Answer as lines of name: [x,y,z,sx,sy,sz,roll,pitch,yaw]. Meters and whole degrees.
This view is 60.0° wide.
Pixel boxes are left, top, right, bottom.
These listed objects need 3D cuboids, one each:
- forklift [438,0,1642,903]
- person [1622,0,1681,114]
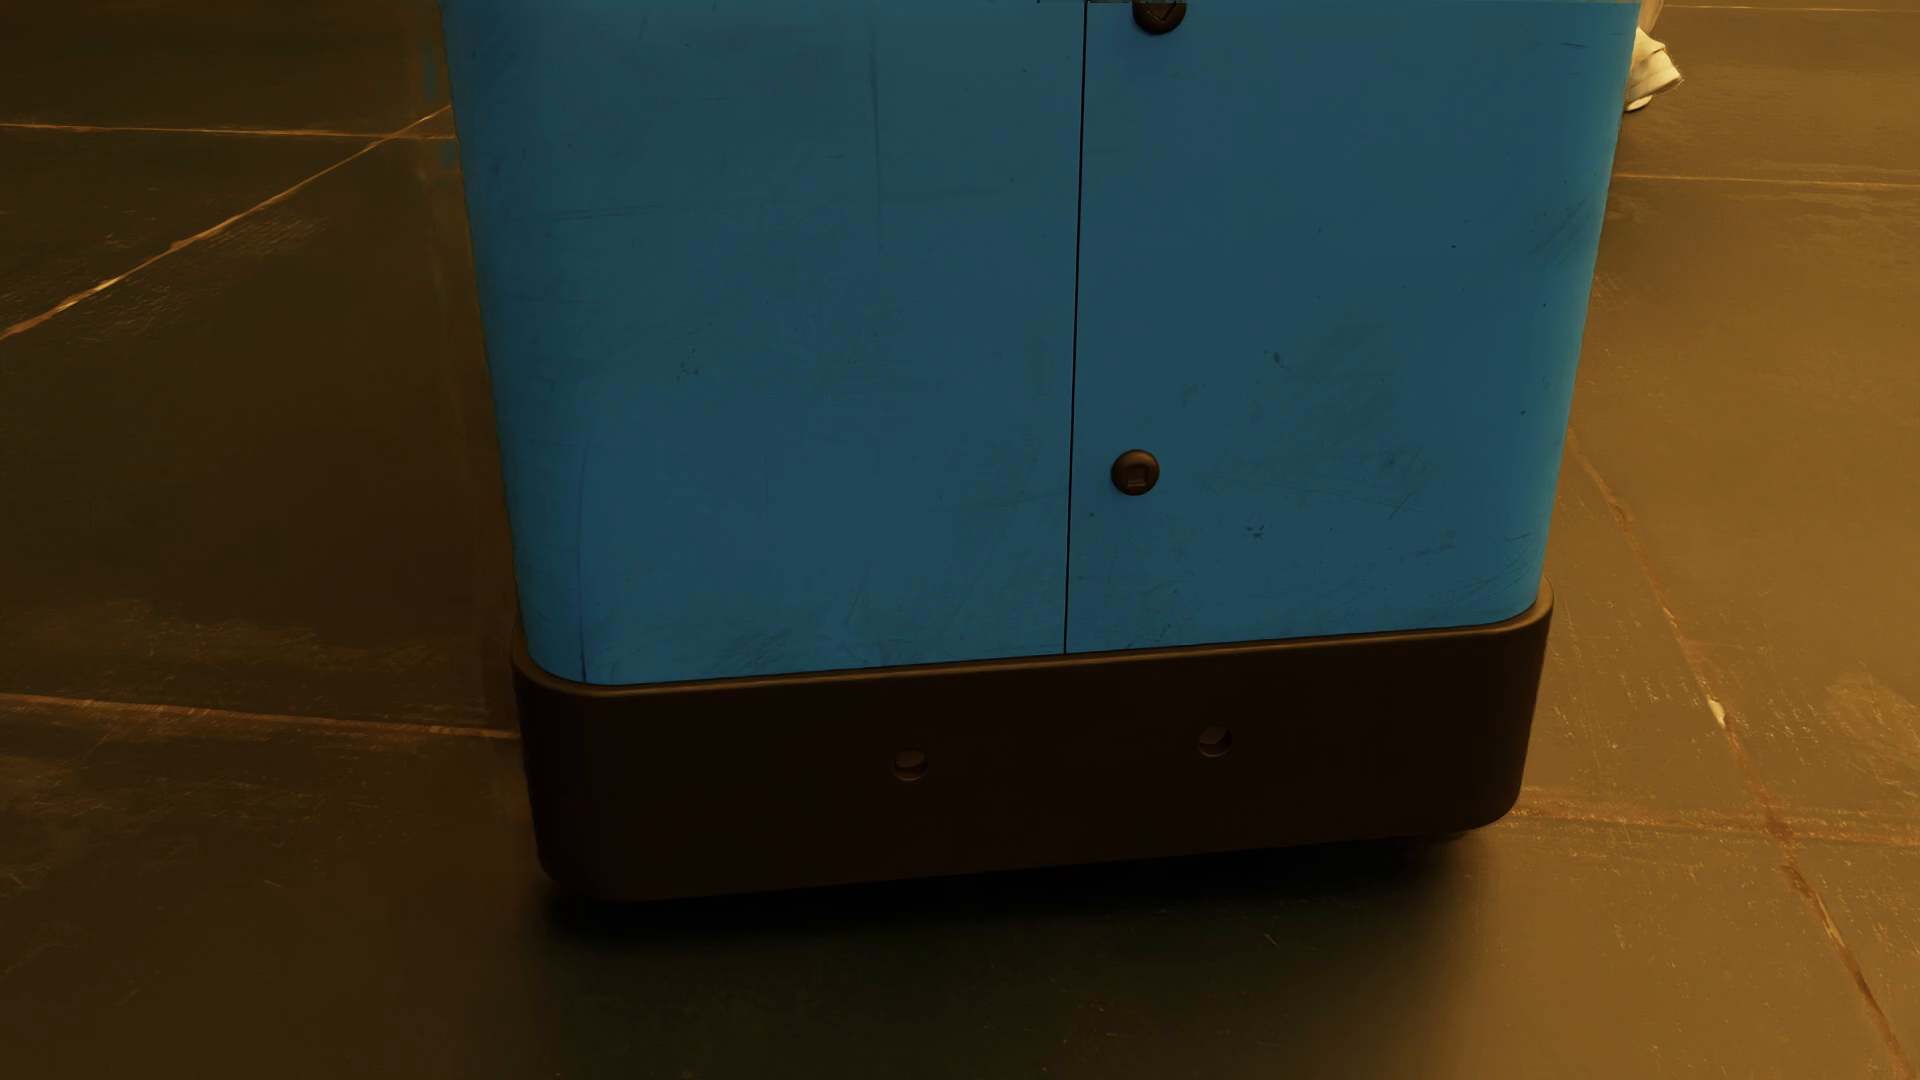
forklift: [-0.105,-1.587,2.398,1.130,2.935,3.031,-4,27,-7]
person: [1.733,-1.887,4.549,1.233,1.542,0.754,-4,27,-8]
